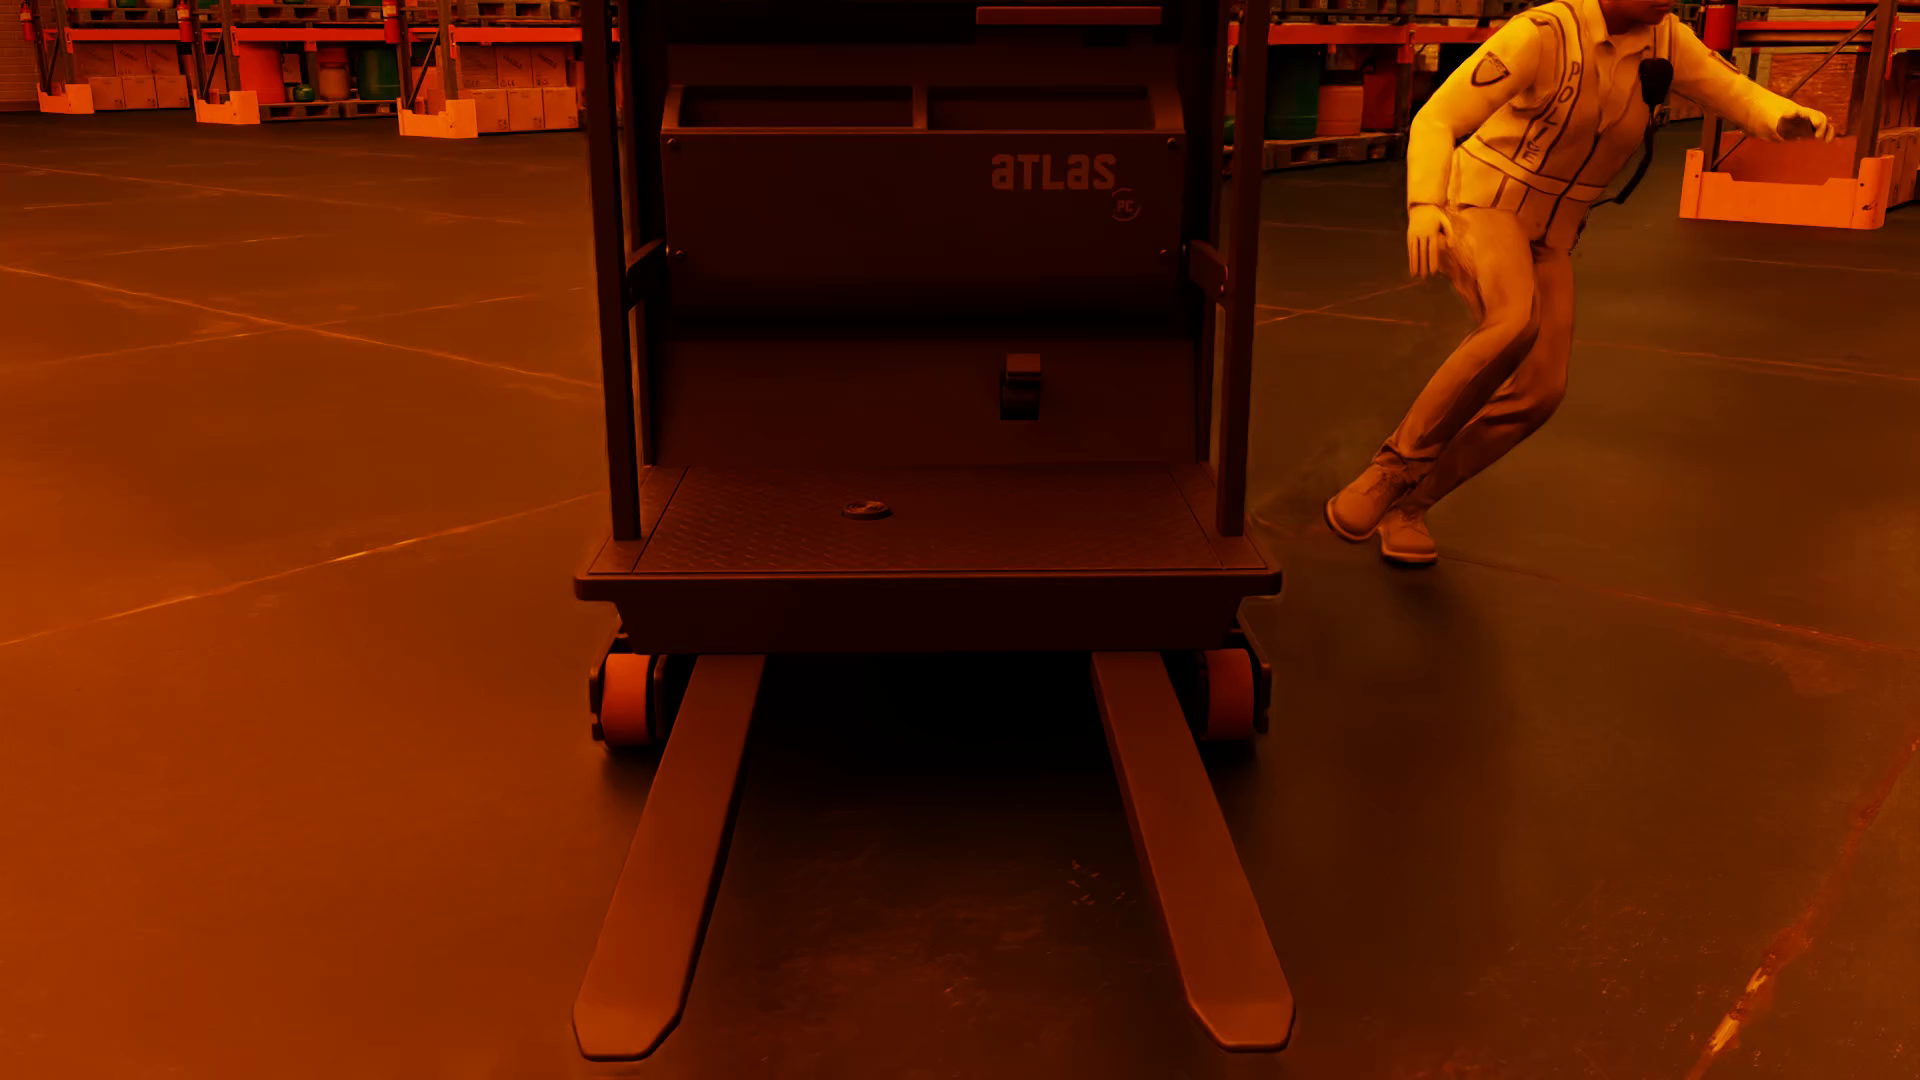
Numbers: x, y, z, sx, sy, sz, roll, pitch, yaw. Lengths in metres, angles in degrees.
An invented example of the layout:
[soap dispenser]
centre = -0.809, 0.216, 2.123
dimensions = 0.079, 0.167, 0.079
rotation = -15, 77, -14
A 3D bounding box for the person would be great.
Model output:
[person]
centre = 1.276, -0.627, 3.555
dimensions = 0.992, 1.429, 0.857
rotation = -8, 19, -26

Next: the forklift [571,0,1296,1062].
[forklift]
centre = -0.057, -1.144, 2.664
dimensions = 1.130, 2.935, 3.031
rotation = 0, 17, -1
